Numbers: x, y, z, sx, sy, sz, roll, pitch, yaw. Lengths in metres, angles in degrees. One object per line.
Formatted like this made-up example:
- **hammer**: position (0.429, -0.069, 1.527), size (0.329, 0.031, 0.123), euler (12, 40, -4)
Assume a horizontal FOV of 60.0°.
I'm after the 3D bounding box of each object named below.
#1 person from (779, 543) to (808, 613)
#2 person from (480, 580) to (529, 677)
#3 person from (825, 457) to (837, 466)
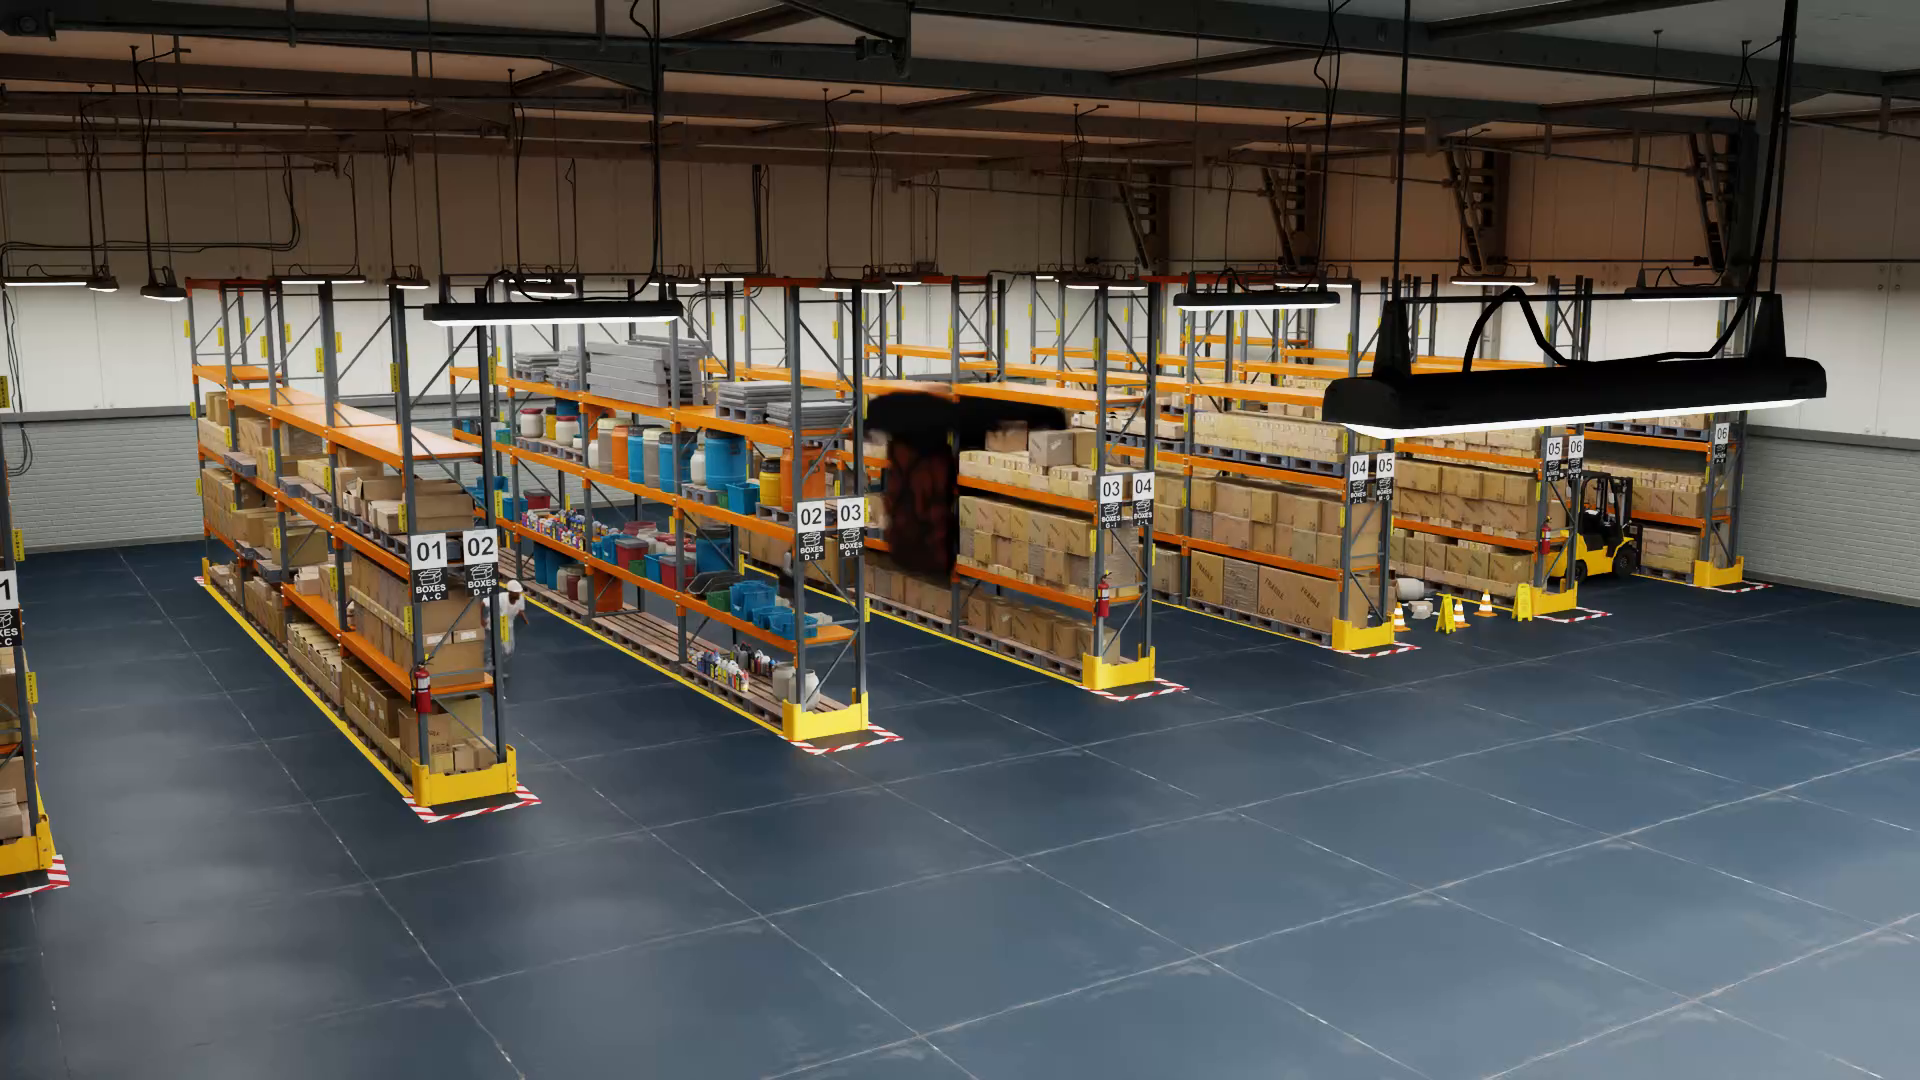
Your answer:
- **person**: position (-2.840, 0.762, 27.245), size (0.826, 1.692, 0.637), euler (4, 11, 25)
- **person**: position (-6.924, 1.362, 25.195), size (0.820, 1.573, 0.741), euler (7, 12, 37)
- **person**: position (-3.117, -1.189, 39.758), size (0.676, 1.800, 0.774), euler (-3, 10, -17)
